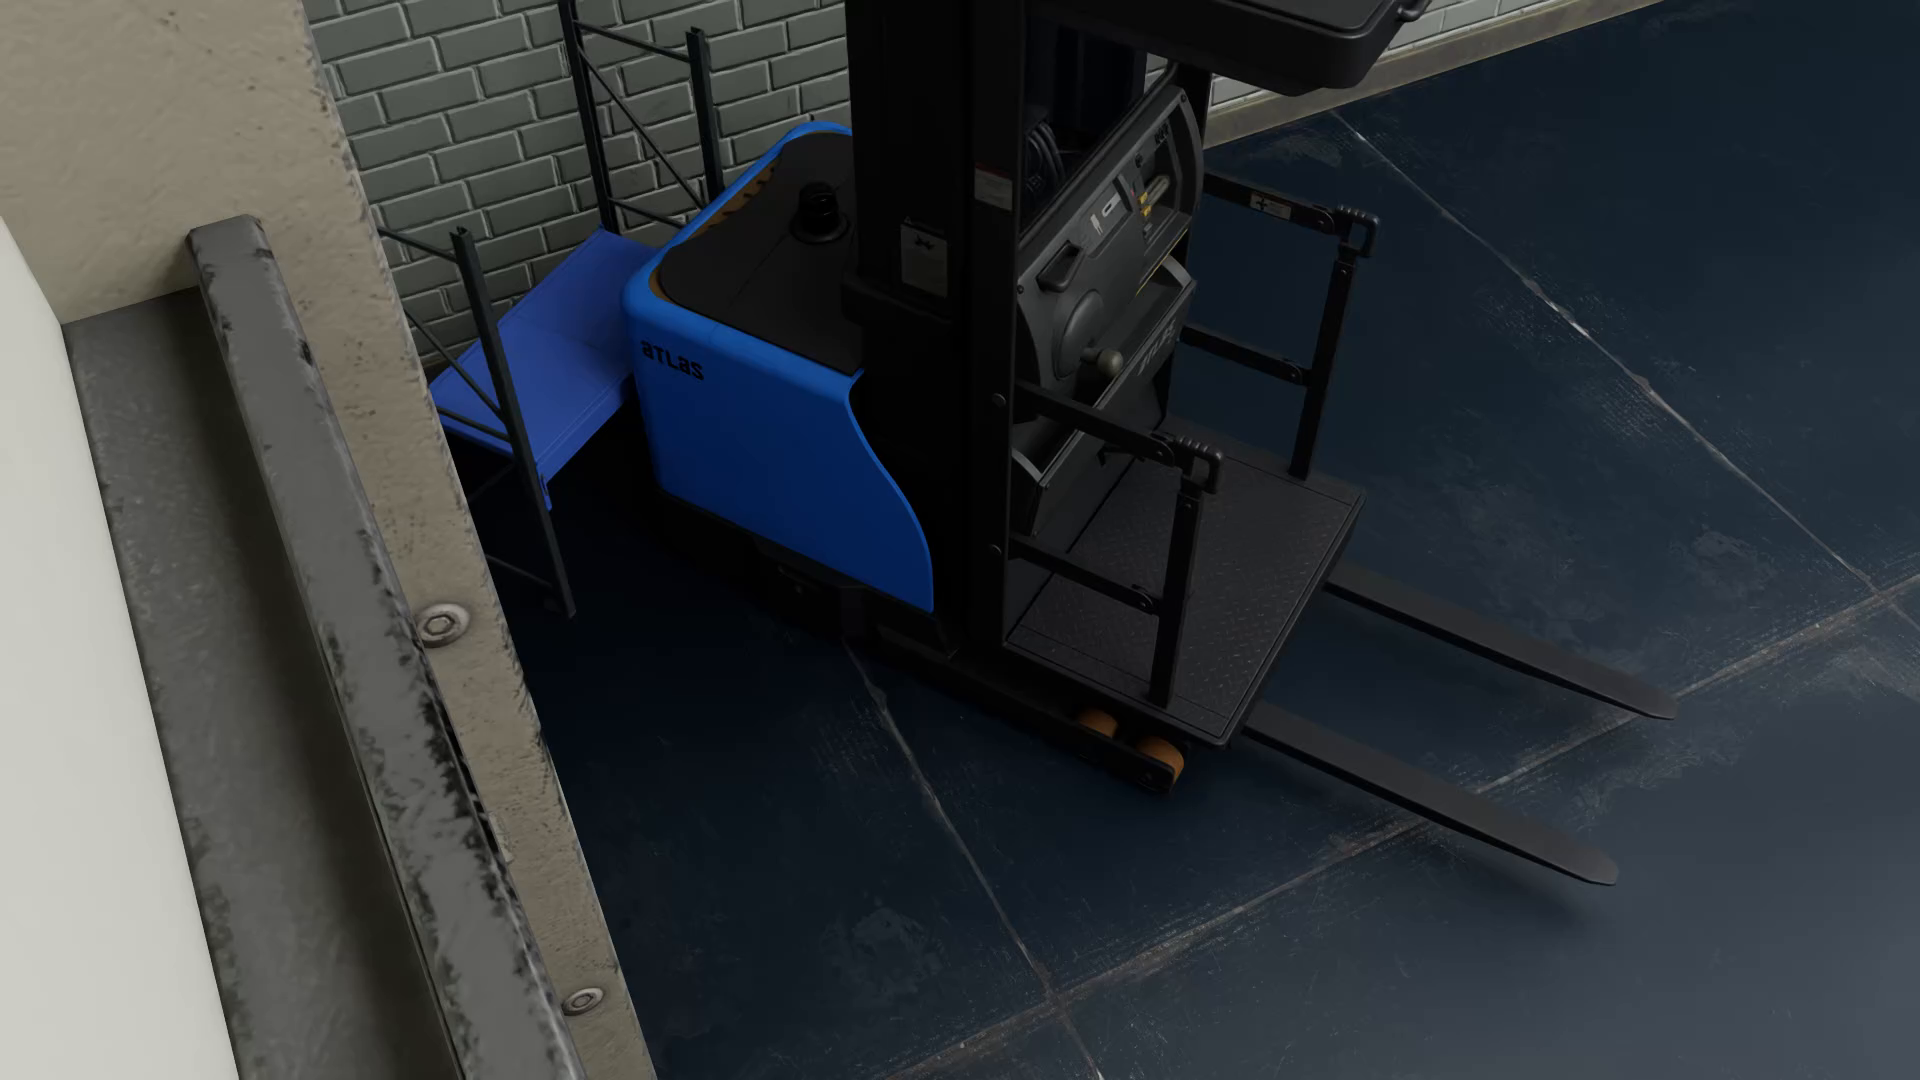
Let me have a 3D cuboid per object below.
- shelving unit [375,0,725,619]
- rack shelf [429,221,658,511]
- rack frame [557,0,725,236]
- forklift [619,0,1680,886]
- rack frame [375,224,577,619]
[{"bbox_3d":[-1.189,-0.684,5.019,0.538,1.500,1.048,22,52,18],"label":"shelving unit"},{"bbox_3d":[-1.189,-0.566,5.155,0.538,0.185,1.000,22,52,18],"label":"rack shelf"},{"bbox_3d":[-0.948,-1.021,5.314,0.500,1.500,0.032,22,52,18],"label":"rack frame"},{"bbox_3d":[0.565,-0.707,4.089,3.031,2.935,1.130,24,53,19],"label":"forklift"},{"bbox_3d":[-1.430,-0.347,4.725,0.500,1.500,0.032,22,52,18],"label":"rack frame"}]
